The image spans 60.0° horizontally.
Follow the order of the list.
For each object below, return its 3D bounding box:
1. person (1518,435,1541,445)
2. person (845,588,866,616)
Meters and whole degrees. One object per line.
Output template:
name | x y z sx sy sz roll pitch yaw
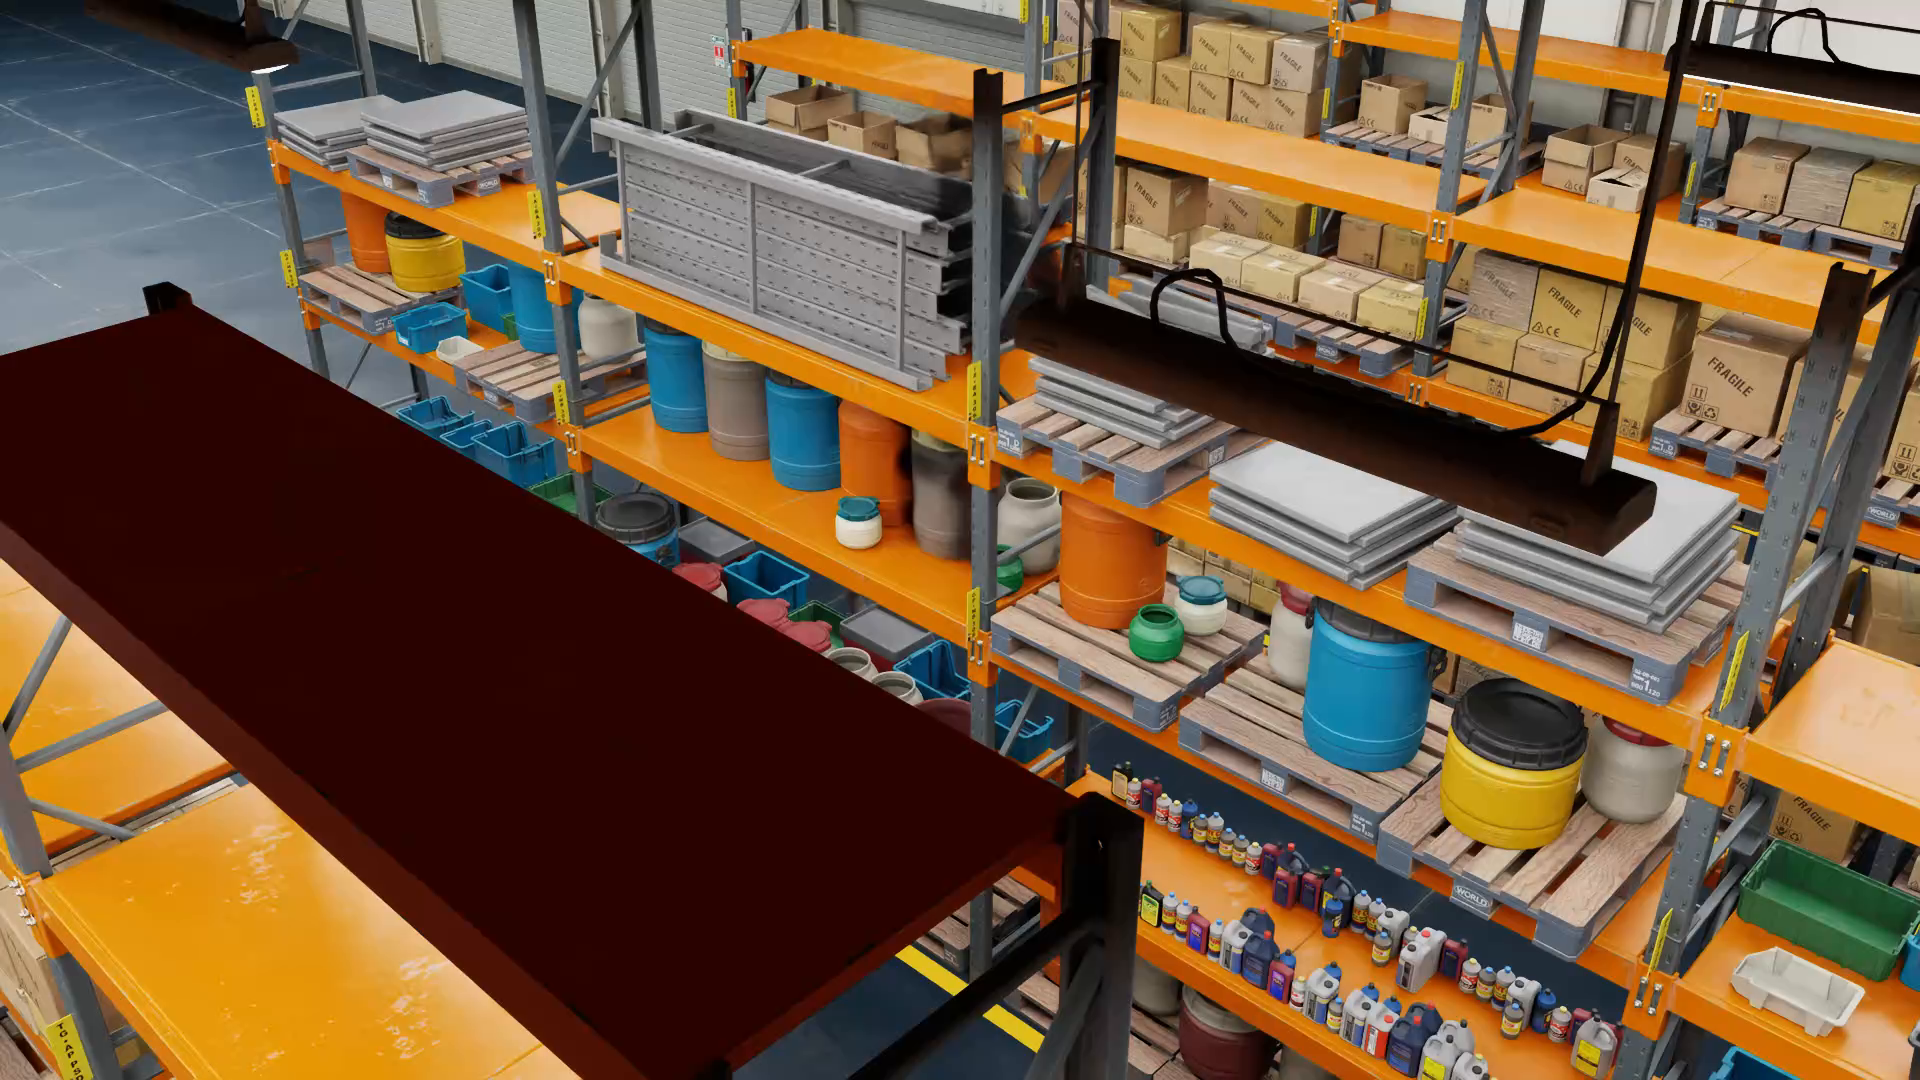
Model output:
person | 5.081 -0.277 15.003 0.876 1.702 0.650 21 36 33
person | -0.704 0.237 14.133 0.781 1.779 0.538 21 36 33
